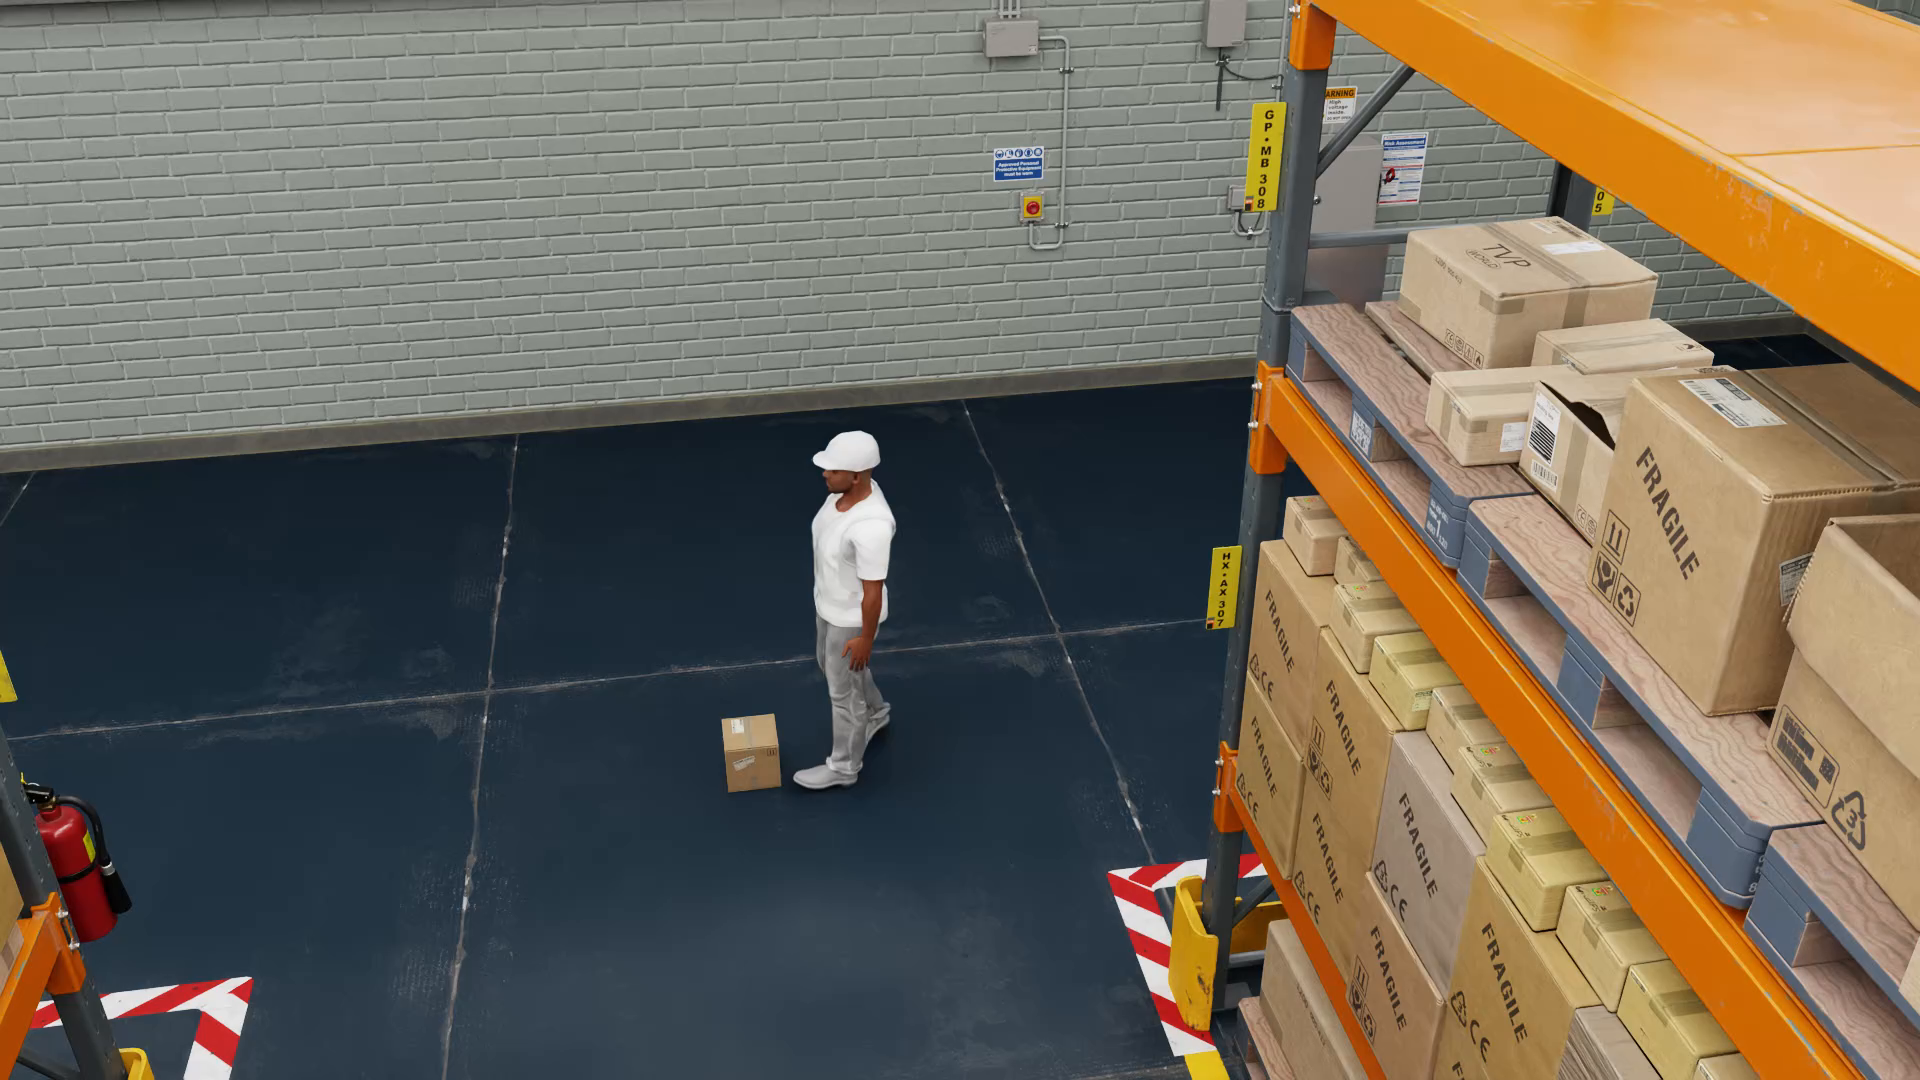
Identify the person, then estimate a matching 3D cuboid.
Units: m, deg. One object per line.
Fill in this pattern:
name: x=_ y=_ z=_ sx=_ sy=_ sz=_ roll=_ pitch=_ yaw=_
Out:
person: x=-0.552 y=0.317 z=7.570 sx=0.547 sy=1.767 sz=0.587 roll=-8 pitch=31 yaw=-13
